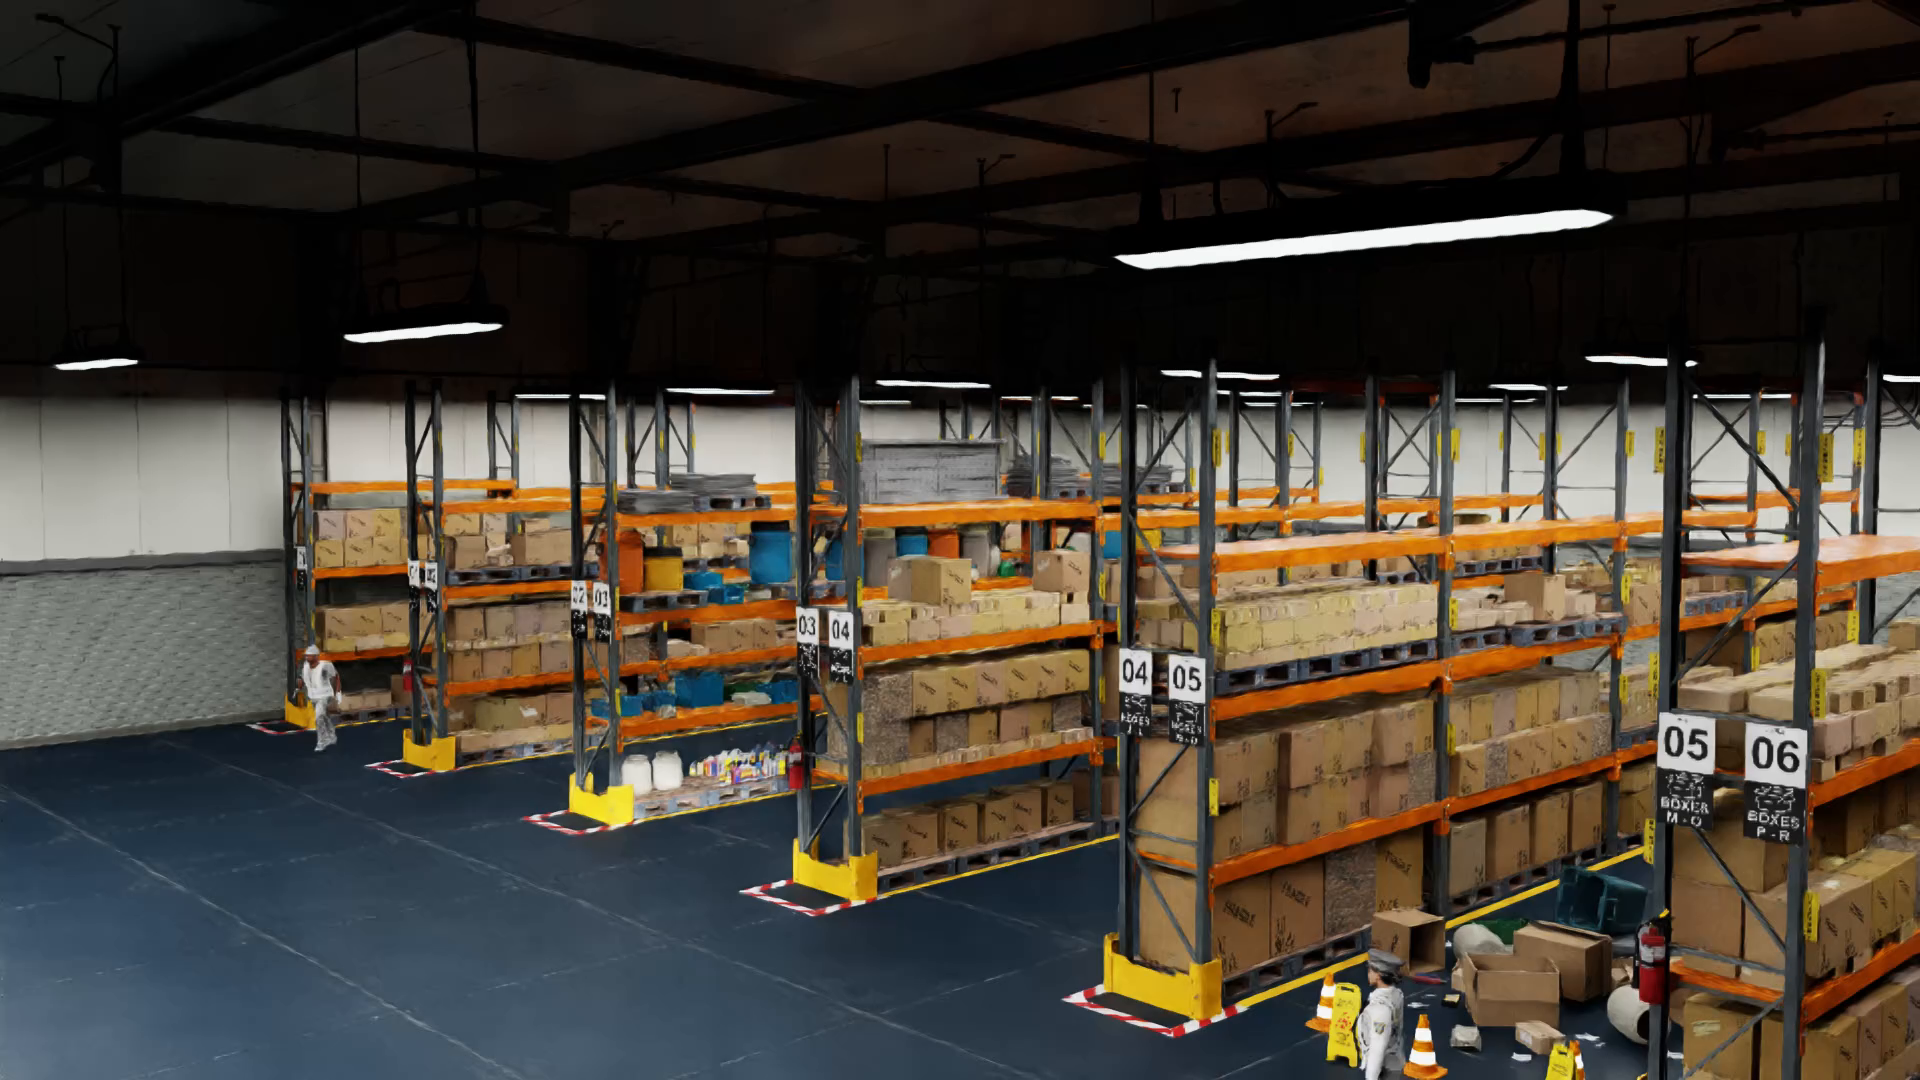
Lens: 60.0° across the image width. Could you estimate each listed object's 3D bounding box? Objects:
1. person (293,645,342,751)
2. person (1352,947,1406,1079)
[{"bbox_3d":[-10.462,2.557,27.208,0.704,1.711,0.835,2,4,29],"label":"person"},{"bbox_3d":[2.882,3.621,11.223,0.460,1.667,0.658,1,4,19],"label":"person"}]
